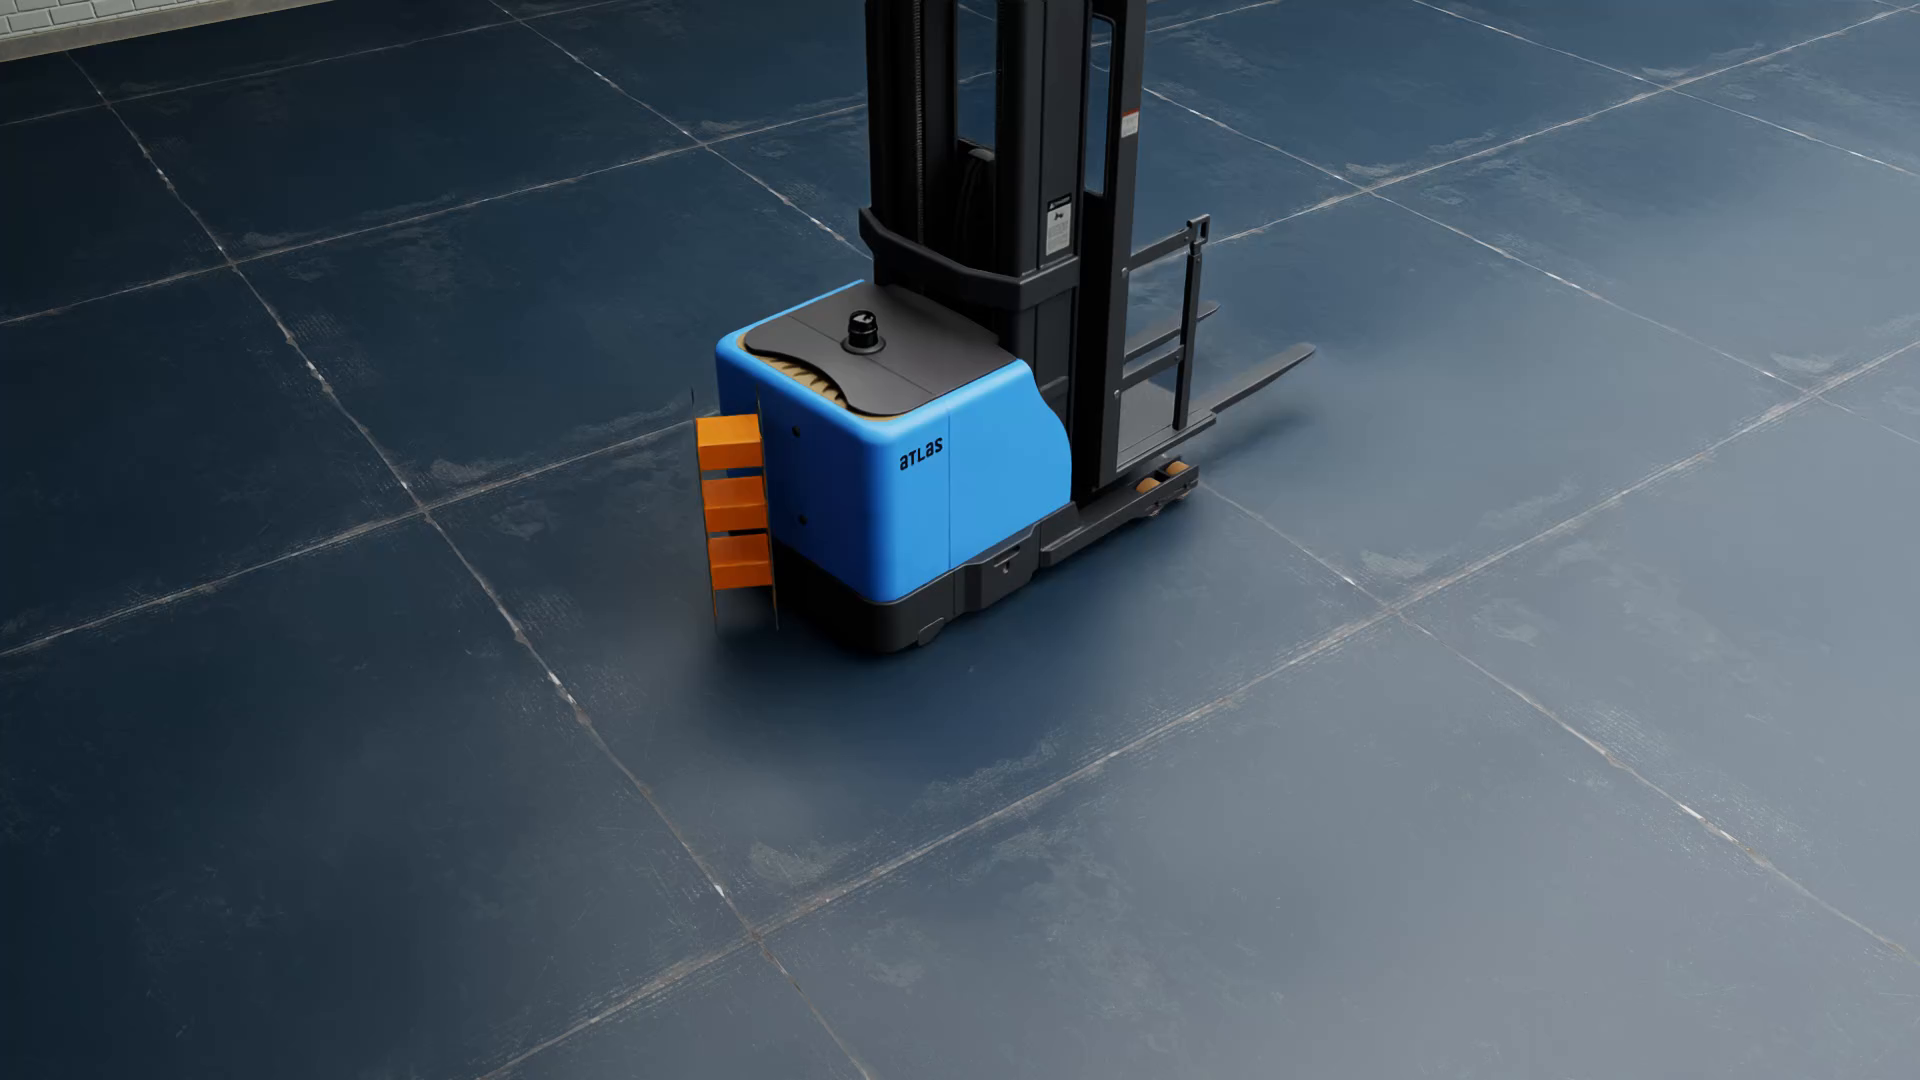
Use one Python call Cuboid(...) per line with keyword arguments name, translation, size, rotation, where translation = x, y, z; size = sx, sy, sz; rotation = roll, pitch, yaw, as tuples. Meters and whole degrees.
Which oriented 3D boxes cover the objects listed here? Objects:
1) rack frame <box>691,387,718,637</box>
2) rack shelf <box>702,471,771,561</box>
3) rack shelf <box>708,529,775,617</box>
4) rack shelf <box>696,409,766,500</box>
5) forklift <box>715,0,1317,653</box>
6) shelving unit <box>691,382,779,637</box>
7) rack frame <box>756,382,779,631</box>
Cuboid(name="rack frame", translation=(-0.994, -0.092, 6.478), size=(0.008, 1.050, 0.200), rotation=(-5, 36, -8))
Cuboid(name="rack shelf", translation=(-0.874, -0.095, 6.500), size=(0.240, 0.259, 0.215), rotation=(-5, 36, -8))
Cuboid(name="rack shelf", translation=(-0.875, 0.131, 6.663), size=(0.240, 0.259, 0.215), rotation=(-5, 36, -8))
Cuboid(name="rack shelf", translation=(-0.873, -0.325, 6.335), size=(0.240, 0.259, 0.215), rotation=(-5, 36, -8))
Cuboid(name="forklift", translation=(0.435, -1.495, 6.818), size=(3.031, 2.935, 1.130), rotation=(-29, 45, -34))
Cuboid(name="shelving unit", translation=(-0.874, -0.104, 6.494), size=(0.252, 1.050, 0.215), rotation=(-5, 36, -8))
Cuboid(name="rack frame", translation=(-0.753, -0.115, 6.510), size=(0.008, 1.050, 0.200), rotation=(-5, 36, -8))
